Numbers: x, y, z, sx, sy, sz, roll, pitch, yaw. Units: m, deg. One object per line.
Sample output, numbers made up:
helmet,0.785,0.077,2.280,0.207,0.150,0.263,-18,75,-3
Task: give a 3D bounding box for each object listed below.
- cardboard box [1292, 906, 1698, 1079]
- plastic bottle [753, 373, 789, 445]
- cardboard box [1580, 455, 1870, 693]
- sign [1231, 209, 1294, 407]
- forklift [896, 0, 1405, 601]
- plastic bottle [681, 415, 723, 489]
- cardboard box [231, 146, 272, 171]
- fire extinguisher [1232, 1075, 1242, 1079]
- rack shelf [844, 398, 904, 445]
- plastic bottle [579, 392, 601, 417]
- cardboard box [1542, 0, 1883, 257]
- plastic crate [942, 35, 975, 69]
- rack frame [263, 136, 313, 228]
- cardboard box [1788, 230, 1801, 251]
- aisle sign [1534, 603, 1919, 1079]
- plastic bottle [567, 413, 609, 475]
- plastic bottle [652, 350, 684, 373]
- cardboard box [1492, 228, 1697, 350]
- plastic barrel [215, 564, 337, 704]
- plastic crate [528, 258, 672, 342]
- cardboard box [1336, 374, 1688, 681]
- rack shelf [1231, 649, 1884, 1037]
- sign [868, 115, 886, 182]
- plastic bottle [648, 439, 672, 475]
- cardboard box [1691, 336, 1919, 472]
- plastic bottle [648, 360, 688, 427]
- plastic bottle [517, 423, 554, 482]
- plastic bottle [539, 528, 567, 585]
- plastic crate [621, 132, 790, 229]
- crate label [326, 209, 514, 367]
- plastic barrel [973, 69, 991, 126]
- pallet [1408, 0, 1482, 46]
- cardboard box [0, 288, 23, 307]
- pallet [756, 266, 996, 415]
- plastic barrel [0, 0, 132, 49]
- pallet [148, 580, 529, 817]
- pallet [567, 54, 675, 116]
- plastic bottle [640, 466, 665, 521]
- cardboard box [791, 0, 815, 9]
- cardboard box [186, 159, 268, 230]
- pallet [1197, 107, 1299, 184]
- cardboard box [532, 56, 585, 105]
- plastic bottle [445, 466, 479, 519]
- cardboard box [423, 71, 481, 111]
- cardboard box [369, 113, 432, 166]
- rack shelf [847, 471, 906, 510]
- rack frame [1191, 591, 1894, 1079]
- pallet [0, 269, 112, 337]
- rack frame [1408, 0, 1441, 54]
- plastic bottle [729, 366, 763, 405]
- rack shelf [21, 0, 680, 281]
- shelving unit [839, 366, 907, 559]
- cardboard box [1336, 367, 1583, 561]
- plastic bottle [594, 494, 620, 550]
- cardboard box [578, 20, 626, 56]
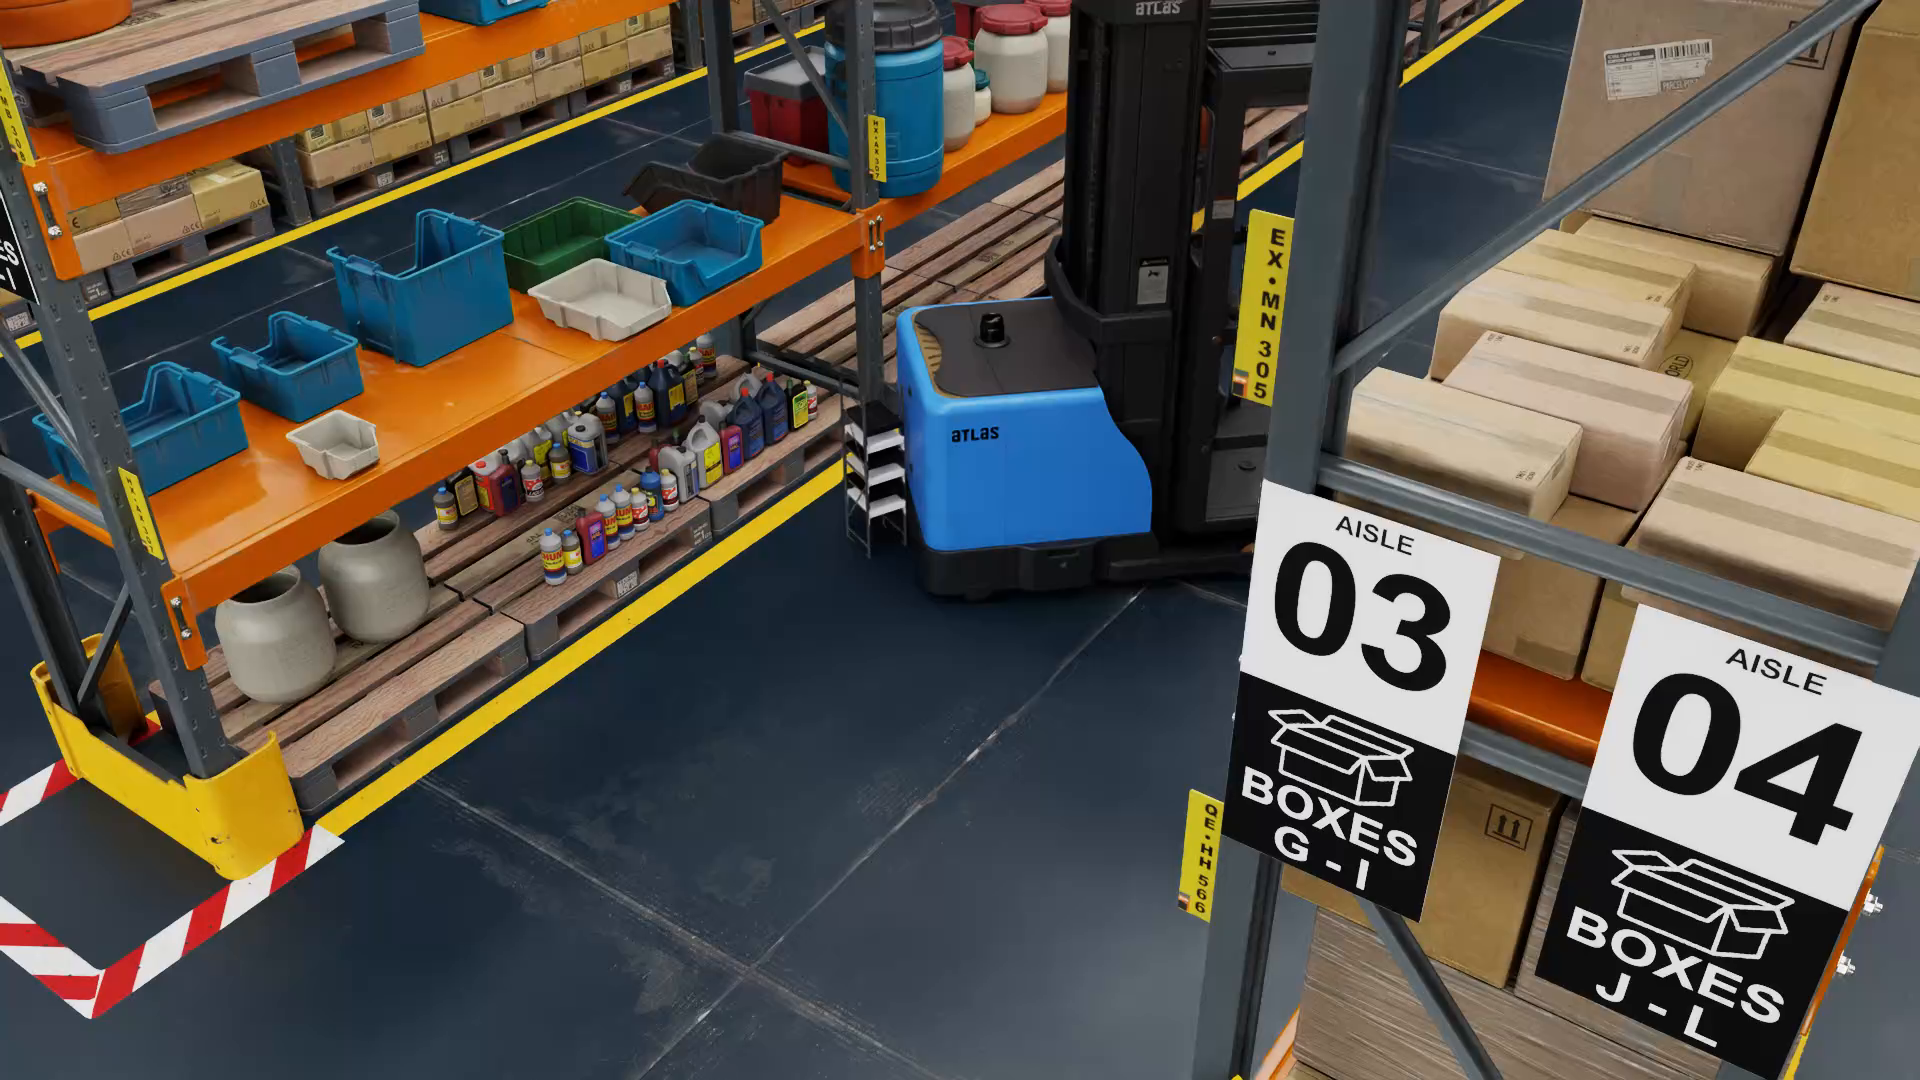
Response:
cardboard box,1.272,1.025,3.701,0.875,0.500,0.500,21,39,28
plastic bottle,-0.983,-0.685,8.557,0.144,0.351,0.185,20,39,27
cardboard box,1.423,0.115,2.859,0.500,0.250,0.500,23,40,30
sign,0.491,-0.361,2.639,0.100,0.325,0.005,21,39,28
forklift,1.247,-1.320,7.586,3.031,2.935,1.130,-6,34,-8
plastic bottle,-1.277,-0.448,8.207,0.144,0.351,0.185,21,39,28
cardboard box,-4.922,-2.891,11.927,0.500,0.250,0.500,21,39,28
fire extinguisher,0.492,1.372,3.613,0.296,0.674,0.183,21,39,28
rack shelf,-0.413,-0.561,7.854,0.200,0.077,0.258,-19,38,-26
plastic bottle,-1.890,-0.657,8.576,0.061,0.283,0.133,23,40,30
cardboard box,1.611,-0.974,3.534,0.500,0.500,0.500,21,39,28
plastic crate,-0.092,-2.792,9.891,0.450,0.188,0.662,21,39,28
rack frame,-4.920,-3.572,10.855,1.000,3.000,0.127,21,39,28
cardboard box,1.866,-0.746,4.132,0.500,0.250,0.500,21,39,27
aisle sign,1.147,0.482,2.539,0.394,0.787,0.004,21,39,28
plastic bottle,-1.868,-0.485,8.329,0.152,0.276,0.135,21,39,28
plastic bottle,-1.556,-0.878,8.910,0.152,0.276,0.135,23,40,30
cardboard box,1.272,-0.505,3.419,0.380,0.149,0.250,21,40,28
plastic barrel,-2.821,0.382,6.854,0.421,0.512,0.421,0,34,0
plastic crate,-1.570,-1.051,7.362,0.530,0.136,0.437,21,39,28
cardboard box,1.002,-0.049,3.101,0.500,0.250,0.500,22,40,29
rack shelf,2.076,-0.431,4.174,1.077,0.370,4.000,21,39,28
sign,-0.407,-1.922,8.168,0.100,0.325,0.005,21,39,28
plastic bottle,-1.460,-0.380,8.167,0.061,0.283,0.133,21,39,28
cardboard box,1.553,-0.208,2.980,0.380,0.149,0.250,21,39,27
plastic bottle,-1.535,-0.788,8.710,0.144,0.351,0.185,21,39,28
plastic bottle,-2.110,-0.466,8.234,0.144,0.351,0.185,23,40,30
plastic bottle,-1.844,0.065,7.518,0.097,0.271,0.097,0,34,0
plastic crate,-1.256,-1.762,8.234,0.767,0.338,0.504,21,39,28
crate label,-2.306,-1.096,7.161,0.502,0.435,0.616,21,39,28
plastic barrel,0.028,-2.491,9.380,0.301,0.262,0.301,0,34,0
pallet,4.096,-4.866,15.257,1.003,0.211,1.213,21,39,28
cardboard box,-5.855,-1.632,10.065,0.500,0.250,0.500,21,39,28
pallet,-0.437,-1.207,9.847,1.003,0.211,1.213,21,39,28
plastic barrel,-2.961,-2.006,5.103,0.600,0.830,0.708,21,39,28
pallet,-2.661,0.585,7.196,1.003,0.211,1.213,21,39,28
pallet,-3.141,-3.892,13.816,1.003,0.211,1.213,21,39,28
plastic bottle,-1.476,-0.232,7.958,0.097,0.271,0.097,0,34,0
cardboard box,-1.561,-5.150,15.027,0.500,0.500,0.500,21,39,28
cardboard box,-5.005,-2.324,11.089,0.500,0.250,0.500,21,39,28
pallet,1.843,-3.050,12.572,1.003,0.211,1.213,21,39,28
cardboard box,-3.319,-3.659,13.063,0.500,0.250,0.500,22,40,29
plastic bottle,-2.395,-0.250,7.973,0.061,0.283,0.133,22,40,29
cardboard box,-3.896,-3.417,12.205,0.500,0.311,0.500,20,39,27
cardboard box,-4.194,-2.949,12.012,0.500,0.250,0.500,22,40,29
rack shelf,-0.413,-0.263,8.056,0.200,0.077,0.258,-19,38,-26
rack frame,0.935,1.434,3.451,1.000,3.000,0.127,21,39,28
pallet,-6.103,-1.501,10.281,1.003,0.211,1.213,21,39,28
rack frame,3.709,-5.670,13.957,1.000,3.000,0.127,21,39,28
plastic bottle,-1.102,-0.731,8.625,0.144,0.351,0.185,21,39,28
rack shelf,-1.993,-2.013,6.513,1.077,0.370,4.000,21,39,28
shelving unit,-0.413,-0.365,7.987,0.210,0.900,0.258,-19,38,-26
cardboard box,0.837,-0.139,2.878,0.380,0.149,0.250,21,39,28
plastic bottle,-1.648,-0.092,7.752,0.097,0.271,0.097,0,34,0
cardboard box,-3.026,-4.119,13.243,0.500,0.311,0.500,21,39,28
